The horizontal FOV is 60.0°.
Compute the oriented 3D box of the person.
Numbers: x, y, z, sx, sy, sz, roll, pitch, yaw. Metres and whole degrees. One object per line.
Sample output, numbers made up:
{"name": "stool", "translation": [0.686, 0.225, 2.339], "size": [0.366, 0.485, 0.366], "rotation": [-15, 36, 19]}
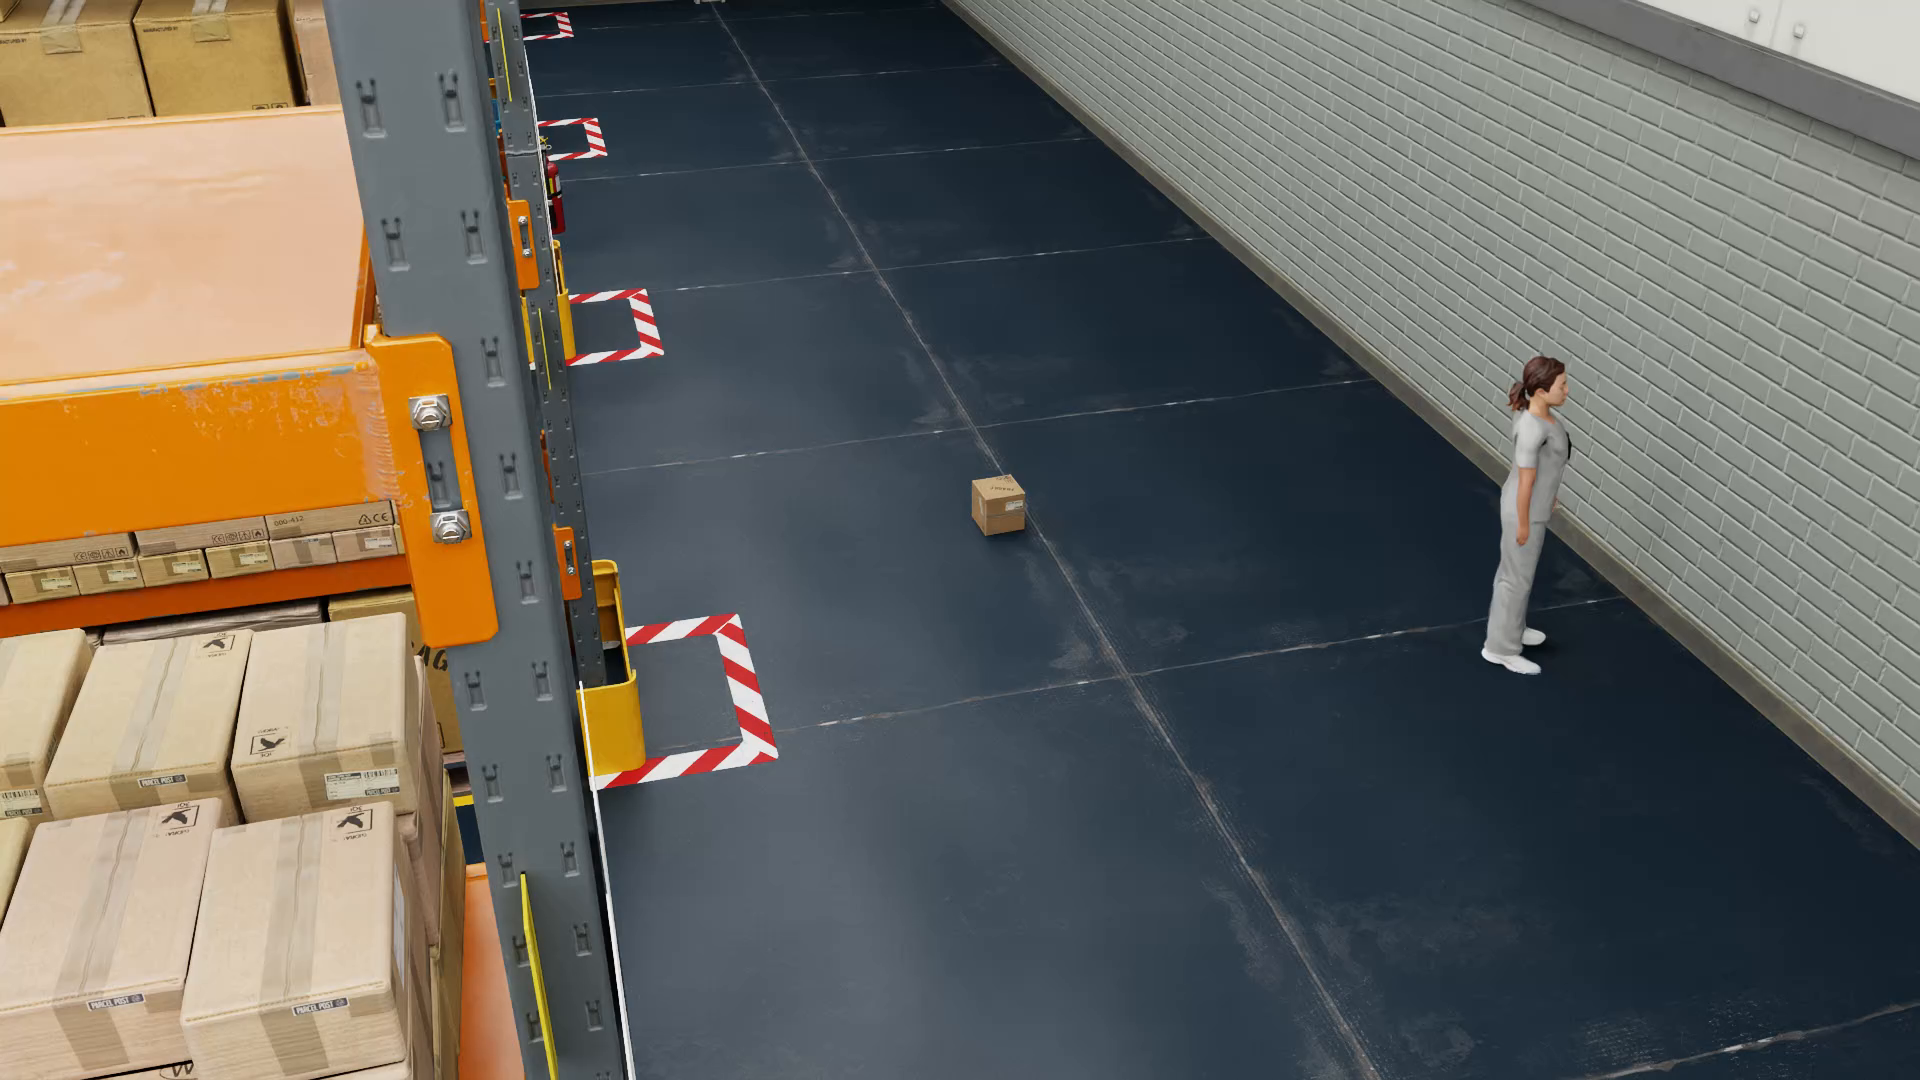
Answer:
{"name": "person", "translation": [2.907, -0.141, 8.485], "size": [0.428, 1.692, 0.444], "rotation": [9, 31, 14]}
